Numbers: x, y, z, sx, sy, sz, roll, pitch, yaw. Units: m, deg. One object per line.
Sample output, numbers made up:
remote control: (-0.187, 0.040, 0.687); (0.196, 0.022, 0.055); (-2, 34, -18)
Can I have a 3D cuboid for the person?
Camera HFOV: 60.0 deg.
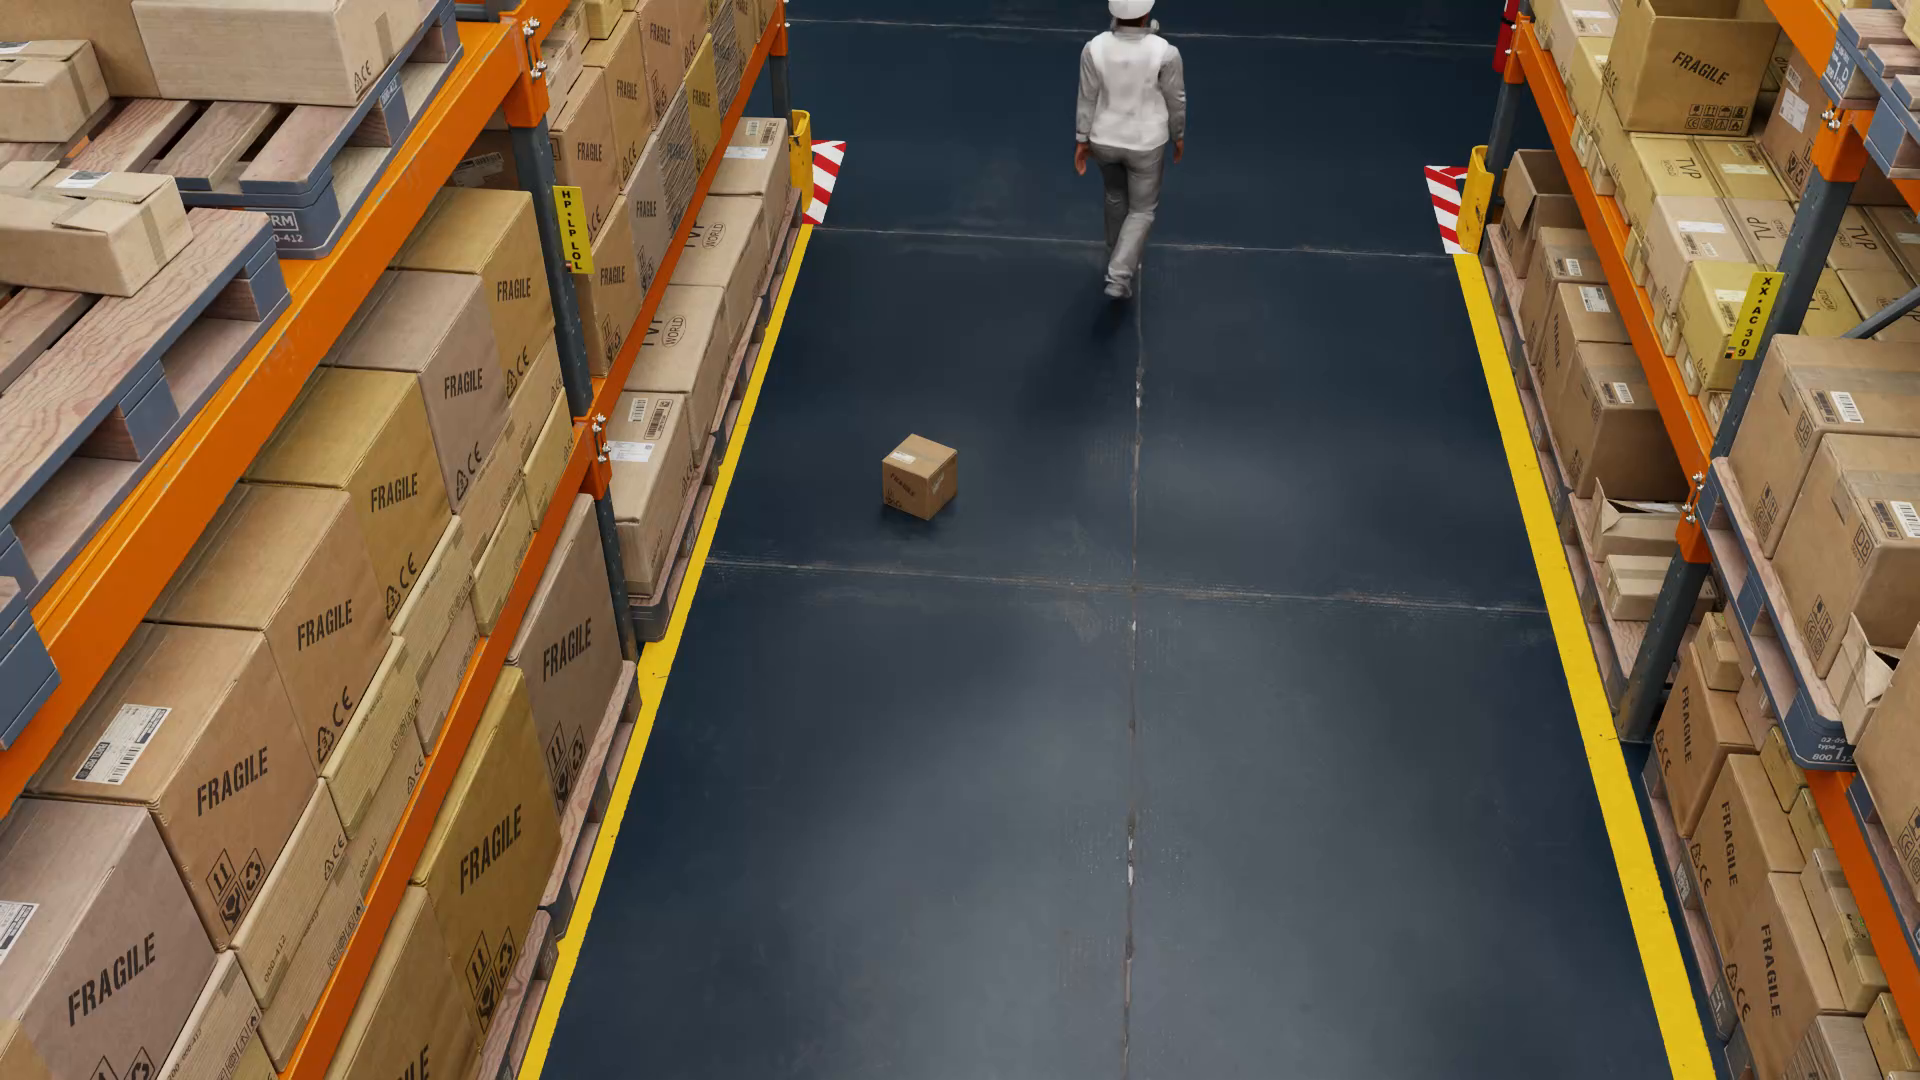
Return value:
person: (0.885, -2.095, 8.646); (0.550, 1.741, 0.919); (13, 42, 15)
